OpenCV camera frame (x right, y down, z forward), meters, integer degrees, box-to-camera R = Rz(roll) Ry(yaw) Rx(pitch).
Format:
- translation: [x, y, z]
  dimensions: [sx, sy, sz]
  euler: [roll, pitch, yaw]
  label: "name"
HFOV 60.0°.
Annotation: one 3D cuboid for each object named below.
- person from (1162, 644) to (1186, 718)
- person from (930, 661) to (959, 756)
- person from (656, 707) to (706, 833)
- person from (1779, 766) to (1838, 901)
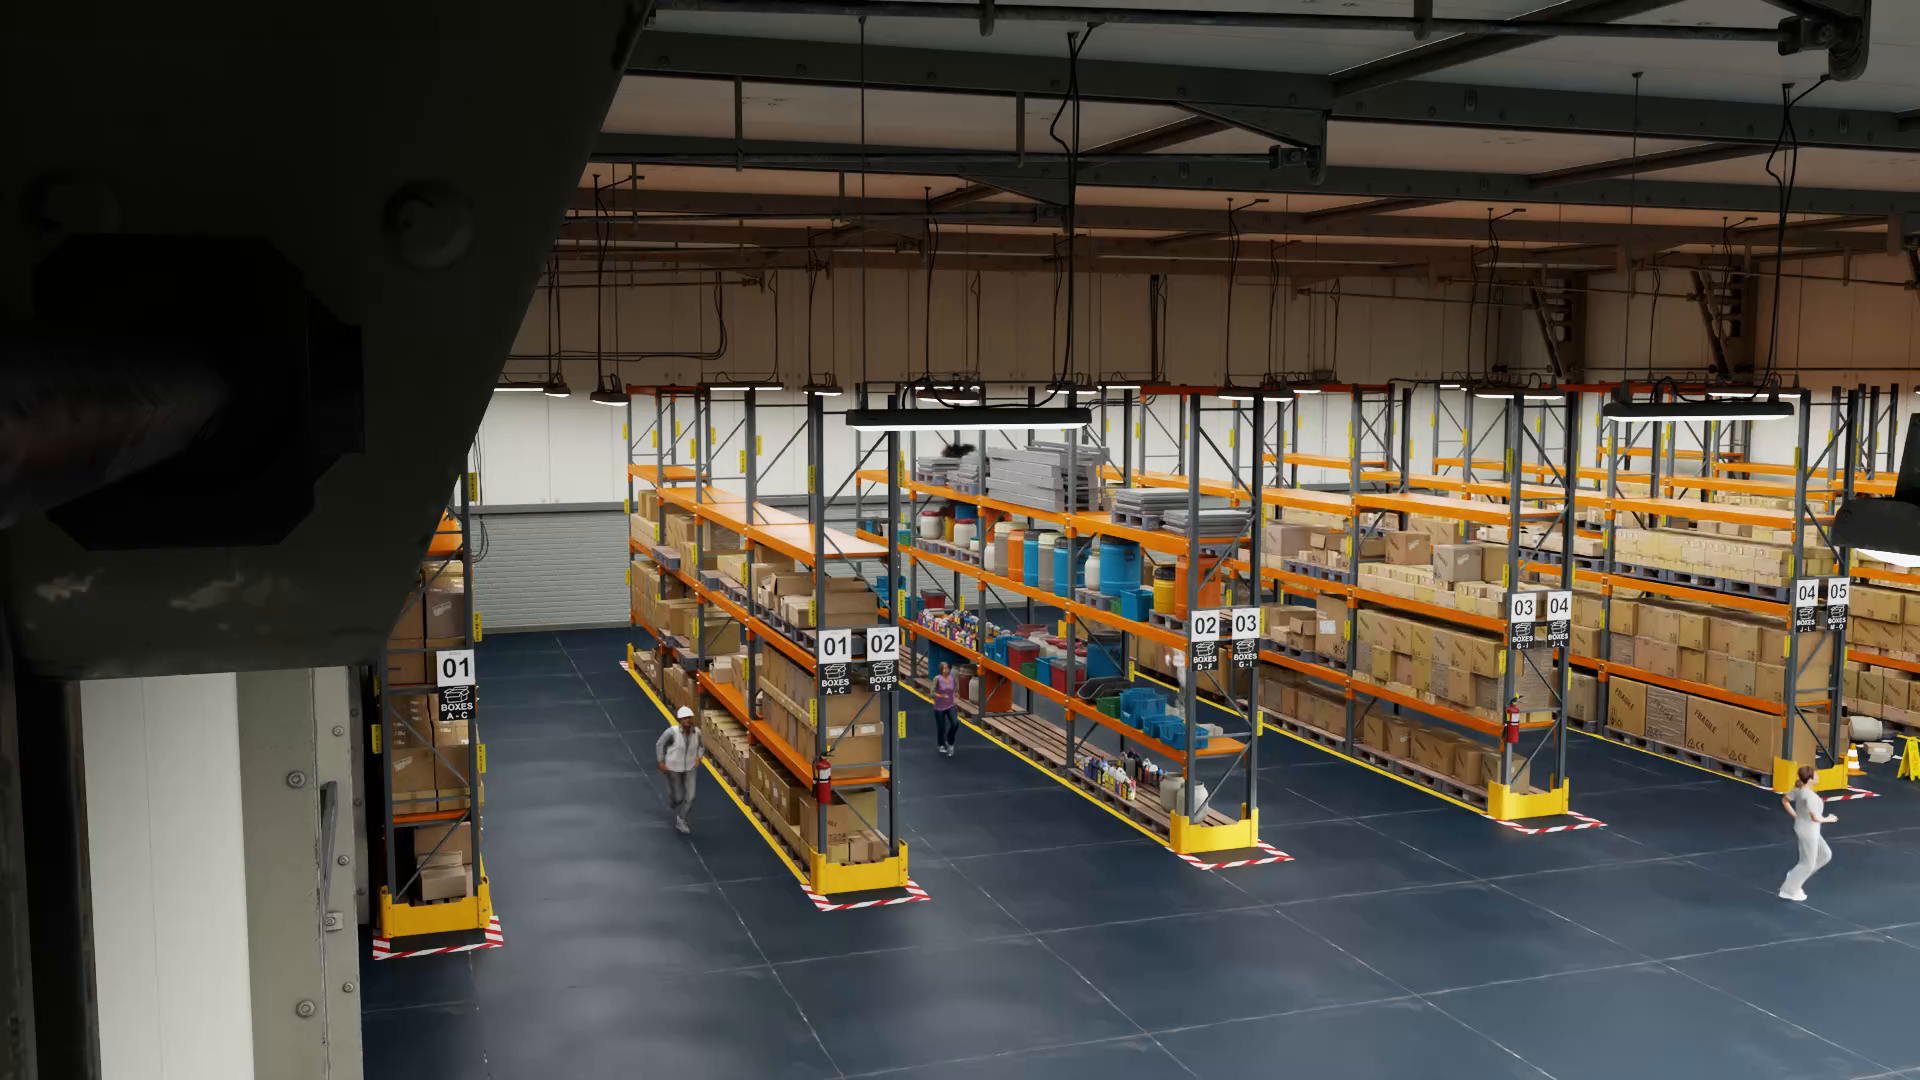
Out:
- translation: [4.072, 2.321, 30.227]
  dimensions: [0.670, 1.845, 0.804]
  euler: [-2, 6, -23]
  label: "person"
- translation: [-0.254, 2.743, 27.099]
  dimensions: [0.526, 1.565, 0.681]
  euler: [-2, 6, -17]
  label: "person"
- translation: [-3.839, 3.133, 22.893]
  dimensions: [0.687, 1.735, 0.700]
  euler: [-3, 7, -27]
  label: "person"
- translation: [10.072, 3.473, 19.720]
  dimensions: [0.604, 1.631, 0.537]
  euler: [1, 6, 12]
  label: "person"
